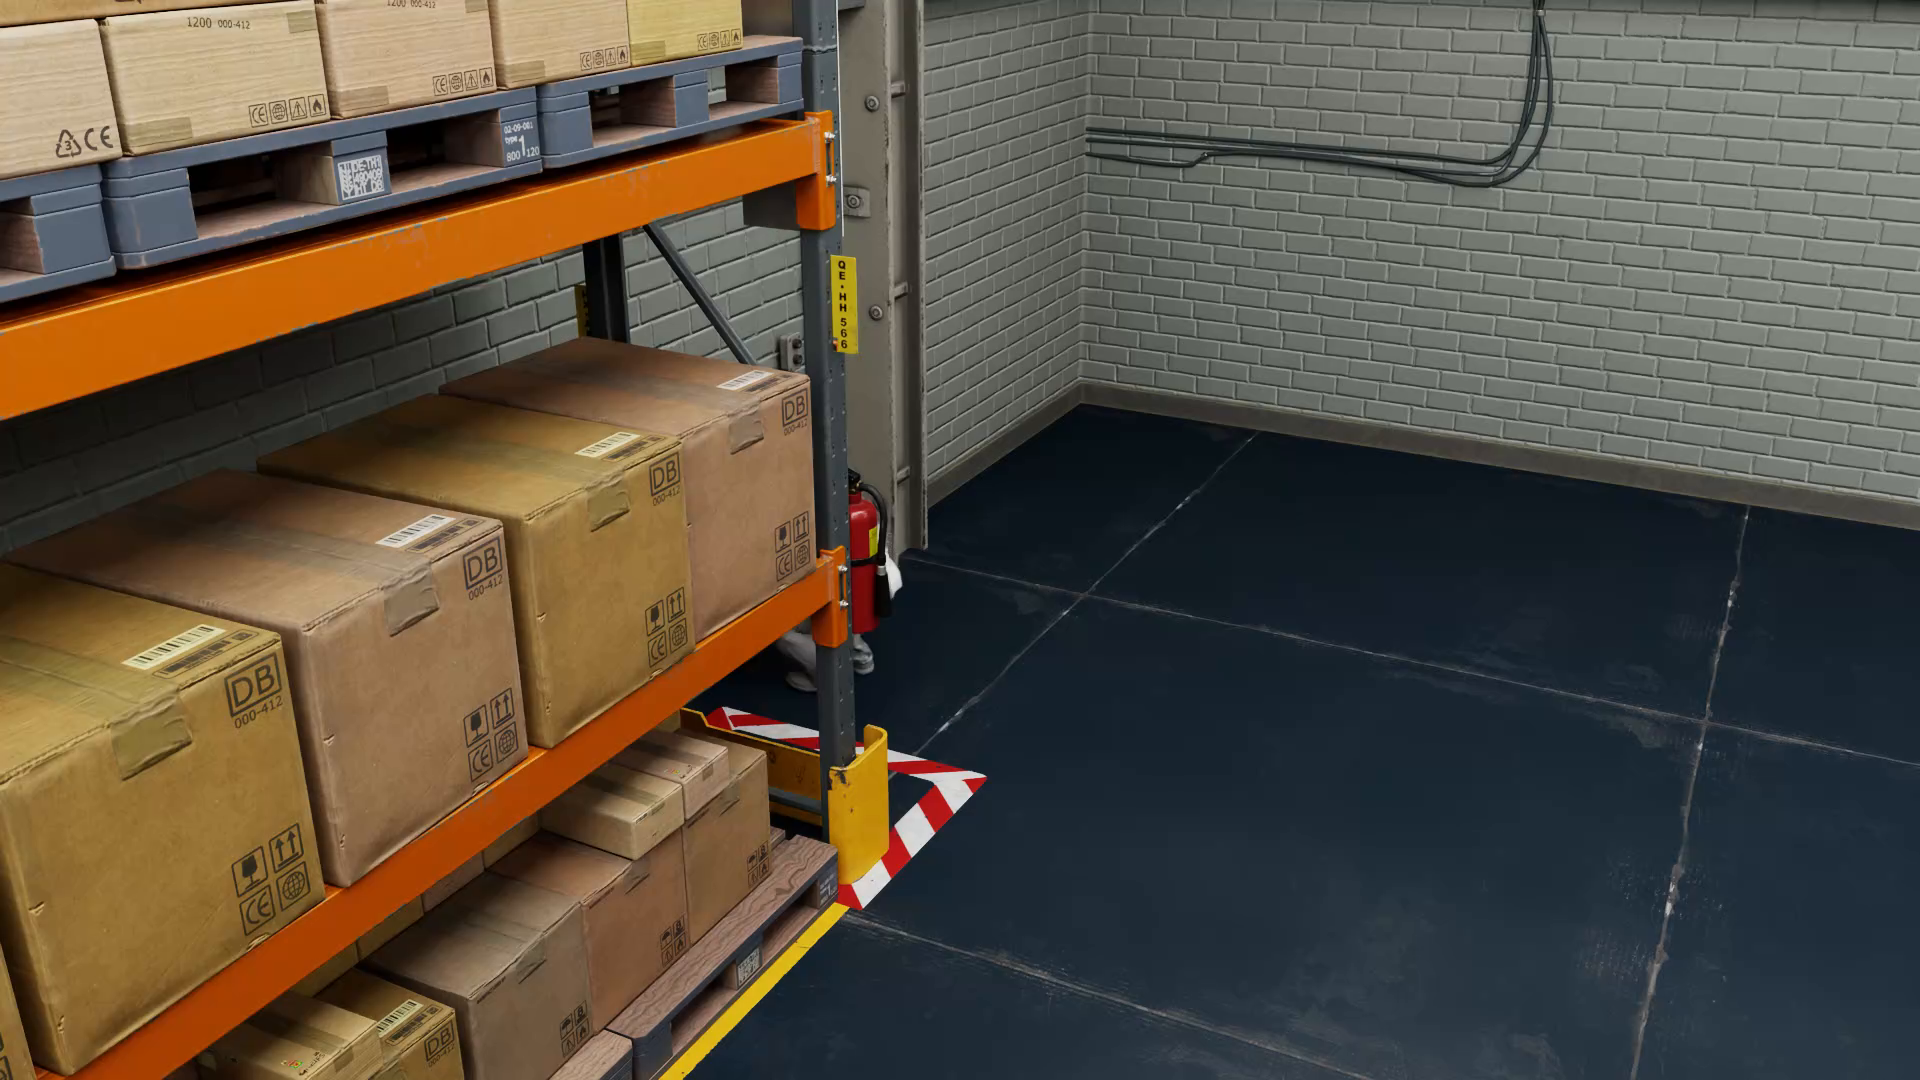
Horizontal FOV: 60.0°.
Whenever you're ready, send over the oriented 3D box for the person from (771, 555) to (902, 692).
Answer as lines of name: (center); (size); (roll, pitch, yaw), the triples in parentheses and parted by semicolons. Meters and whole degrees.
person: (-0.734, 0.179, 7.639); (0.898, 0.999, 0.586); (11, 25, 25)
